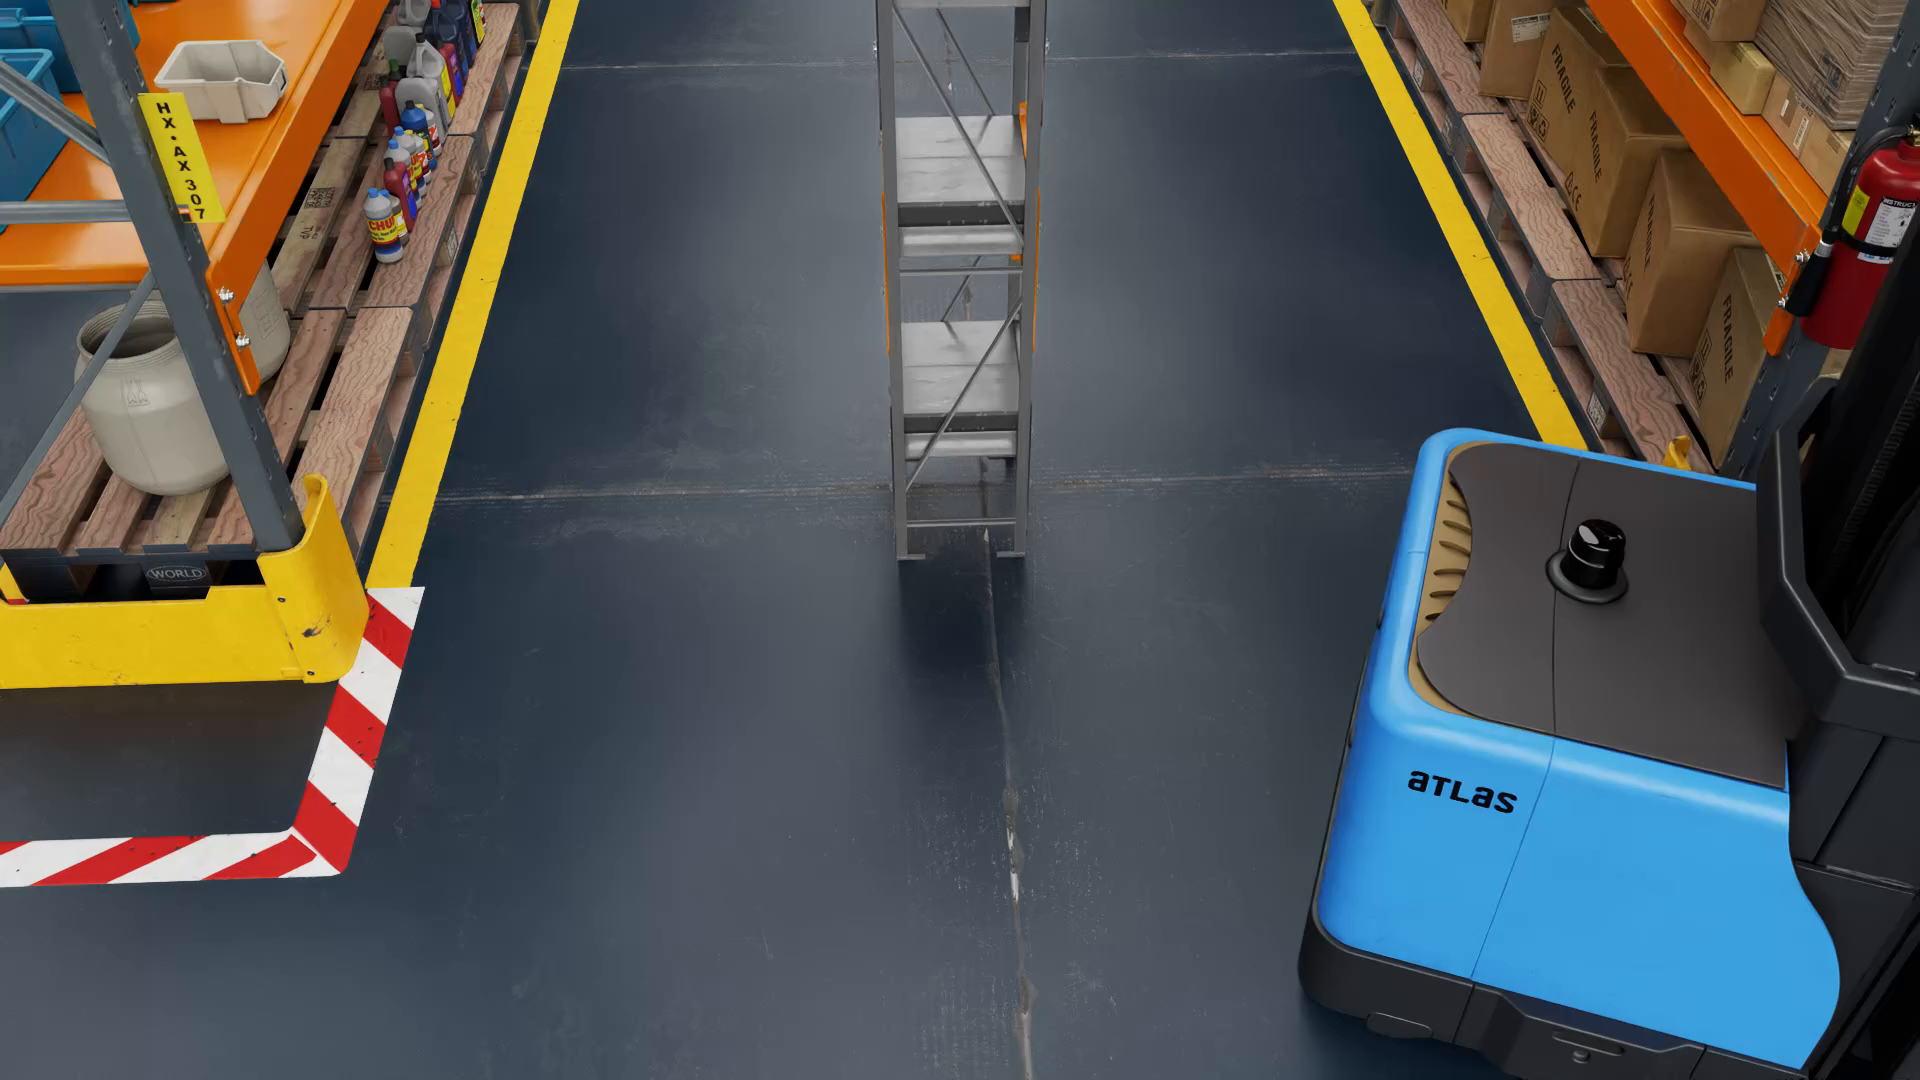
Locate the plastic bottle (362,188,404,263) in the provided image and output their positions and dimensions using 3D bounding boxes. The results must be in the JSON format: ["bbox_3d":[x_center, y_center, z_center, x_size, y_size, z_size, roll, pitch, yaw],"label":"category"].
[{"bbox_3d":[-2.075,-1.136,5.963,0.097,0.271,0.097,0,43,0],"label":"plastic bottle"}]

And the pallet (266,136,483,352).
[{"bbox_3d":[-2.437,-1.139,6.336,1.003,0.211,1.213,-2,43,-2],"label":"pallet"}]

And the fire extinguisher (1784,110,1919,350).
[{"bbox_3d":[2.184,-0.770,3.927,0.296,0.674,0.183,-2,43,-2],"label":"fire extinguisher"}]

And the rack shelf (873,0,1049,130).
[{"bbox_3d":[-0.007,-1.392,4.199,0.431,0.518,0.480,-2,43,-2],"label":"rack shelf"}]

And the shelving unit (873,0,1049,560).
[{"bbox_3d":[-0.007,-0.886,4.662,0.431,2.100,0.503,-2,43,-2],"label":"shelving unit"}]

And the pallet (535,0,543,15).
[{"bbox_3d":[-2.551,-2.948,8.310,1.003,0.211,1.213,-2,43,-2],"label":"pallet"}]

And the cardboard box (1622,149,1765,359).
[{"bbox_3d":[2.570,-0.947,5.602,0.500,0.500,0.500,9,43,9],"label":"cardboard box"}]

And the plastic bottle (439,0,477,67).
[{"bbox_3d":[-2.163,-2.206,7.072,0.144,0.351,0.185,-3,43,-3],"label":"plastic bottle"}]

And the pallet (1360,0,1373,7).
[{"bbox_3d":[2.435,-3.087,8.461,1.003,0.211,1.213,-2,43,-2],"label":"pallet"}]

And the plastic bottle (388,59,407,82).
[{"bbox_3d":[-2.243,-1.813,6.693,0.061,0.283,0.133,-2,43,-2],"label":"plastic bottle"}]

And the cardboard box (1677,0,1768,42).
[{"bbox_3d":[2.503,-1.741,4.636,0.875,0.500,0.500,-2,43,-2],"label":"cardboard box"}]

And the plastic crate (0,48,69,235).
[{"bbox_3d":[-2.629,-1.021,4.254,0.499,0.251,0.616,-2,43,-2],"label":"plastic crate"}]

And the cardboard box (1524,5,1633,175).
[{"bbox_3d":[2.584,-1.748,6.476,0.500,0.500,0.500,-5,43,-6],"label":"cardboard box"}]

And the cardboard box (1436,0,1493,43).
[{"bbox_3d":[2.447,-2.551,7.353,0.500,0.500,0.500,-3,43,-3],"label":"cardboard box"}]

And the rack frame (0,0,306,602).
[{"bbox_3d":[-2.309,-0.747,3.845,1.000,3.000,0.127,-2,43,-2],"label":"rack frame"}]

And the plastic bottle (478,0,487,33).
[{"bbox_3d":[-2.152,-2.342,7.330,0.097,0.201,0.097,0,43,0],"label":"plastic bottle"}]

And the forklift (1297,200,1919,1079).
[{"bbox_3d":[2.388,0.052,3.025,3.031,2.935,1.130,13,44,14],"label":"forklift"}]

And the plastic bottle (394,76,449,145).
[{"bbox_3d":[-2.139,-1.721,6.598,0.152,0.276,0.135,-1,43,-1],"label":"plastic bottle"}]

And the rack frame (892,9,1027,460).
[{"bbox_3d":[-0.017,-1.051,4.842,0.400,2.100,0.015,-2,43,-2],"label":"rack frame"}]

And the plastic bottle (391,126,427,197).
[{"bbox_3d":[-2.093,-1.435,6.289,0.097,0.271,0.097,0,43,0],"label":"plastic bottle"}]

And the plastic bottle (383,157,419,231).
[{"bbox_3d":[-2.066,-1.294,6.126,0.061,0.283,0.133,-1,43,-1],"label":"plastic bottle"}]

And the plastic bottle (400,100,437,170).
[{"bbox_3d":[-2.102,-1.572,6.438,0.097,0.271,0.097,0,43,0],"label":"plastic bottle"}]

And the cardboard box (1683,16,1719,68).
[{"bbox_3d":[2.354,-1.488,4.839,0.380,0.149,0.250,-2,43,-2],"label":"cardboard box"}]

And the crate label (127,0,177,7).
[{"bbox_3d":[-2.657,-1.994,5.180,0.502,0.435,0.616,-2,43,-2],"label":"crate label"}]

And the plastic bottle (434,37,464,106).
[{"bbox_3d":[-2.107,-1.943,6.835,0.061,0.283,0.133,1,43,1],"label":"plastic bottle"}]

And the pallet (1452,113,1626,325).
[{"bbox_3d":[2.588,-1.283,6.494,1.003,0.211,1.213,-2,43,-2],"label":"pallet"}]

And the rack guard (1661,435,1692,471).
[{"bbox_3d":[2.636,-0.019,4.900,1.175,0.500,0.348,-2,43,-2],"label":"rack guard"}]

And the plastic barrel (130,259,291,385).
[{"bbox_3d":[-2.434,-0.765,5.395,0.421,0.512,0.421,0,43,0],"label":"plastic barrel"}]

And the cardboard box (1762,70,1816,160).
[{"bbox_3d":[2.411,-1.151,4.472,0.380,0.149,0.250,-2,43,-2],"label":"cardboard box"}]

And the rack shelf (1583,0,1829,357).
[{"bbox_3d":[2.555,-1.974,5.716,1.077,0.370,4.000,-2,43,-2],"label":"rack shelf"}]

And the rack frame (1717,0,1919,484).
[{"bbox_3d":[2.640,-0.889,4.000,1.000,3.000,0.127,-2,43,-2],"label":"rack frame"}]

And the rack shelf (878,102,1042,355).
[{"bbox_3d":[-0.007,-0.876,4.672,0.431,0.518,0.480,-2,43,-2],"label":"rack shelf"}]

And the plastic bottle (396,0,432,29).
[{"bbox_3d":[-2.307,-2.202,7.067,0.144,0.351,0.185,-2,43,-2],"label":"plastic bottle"}]
